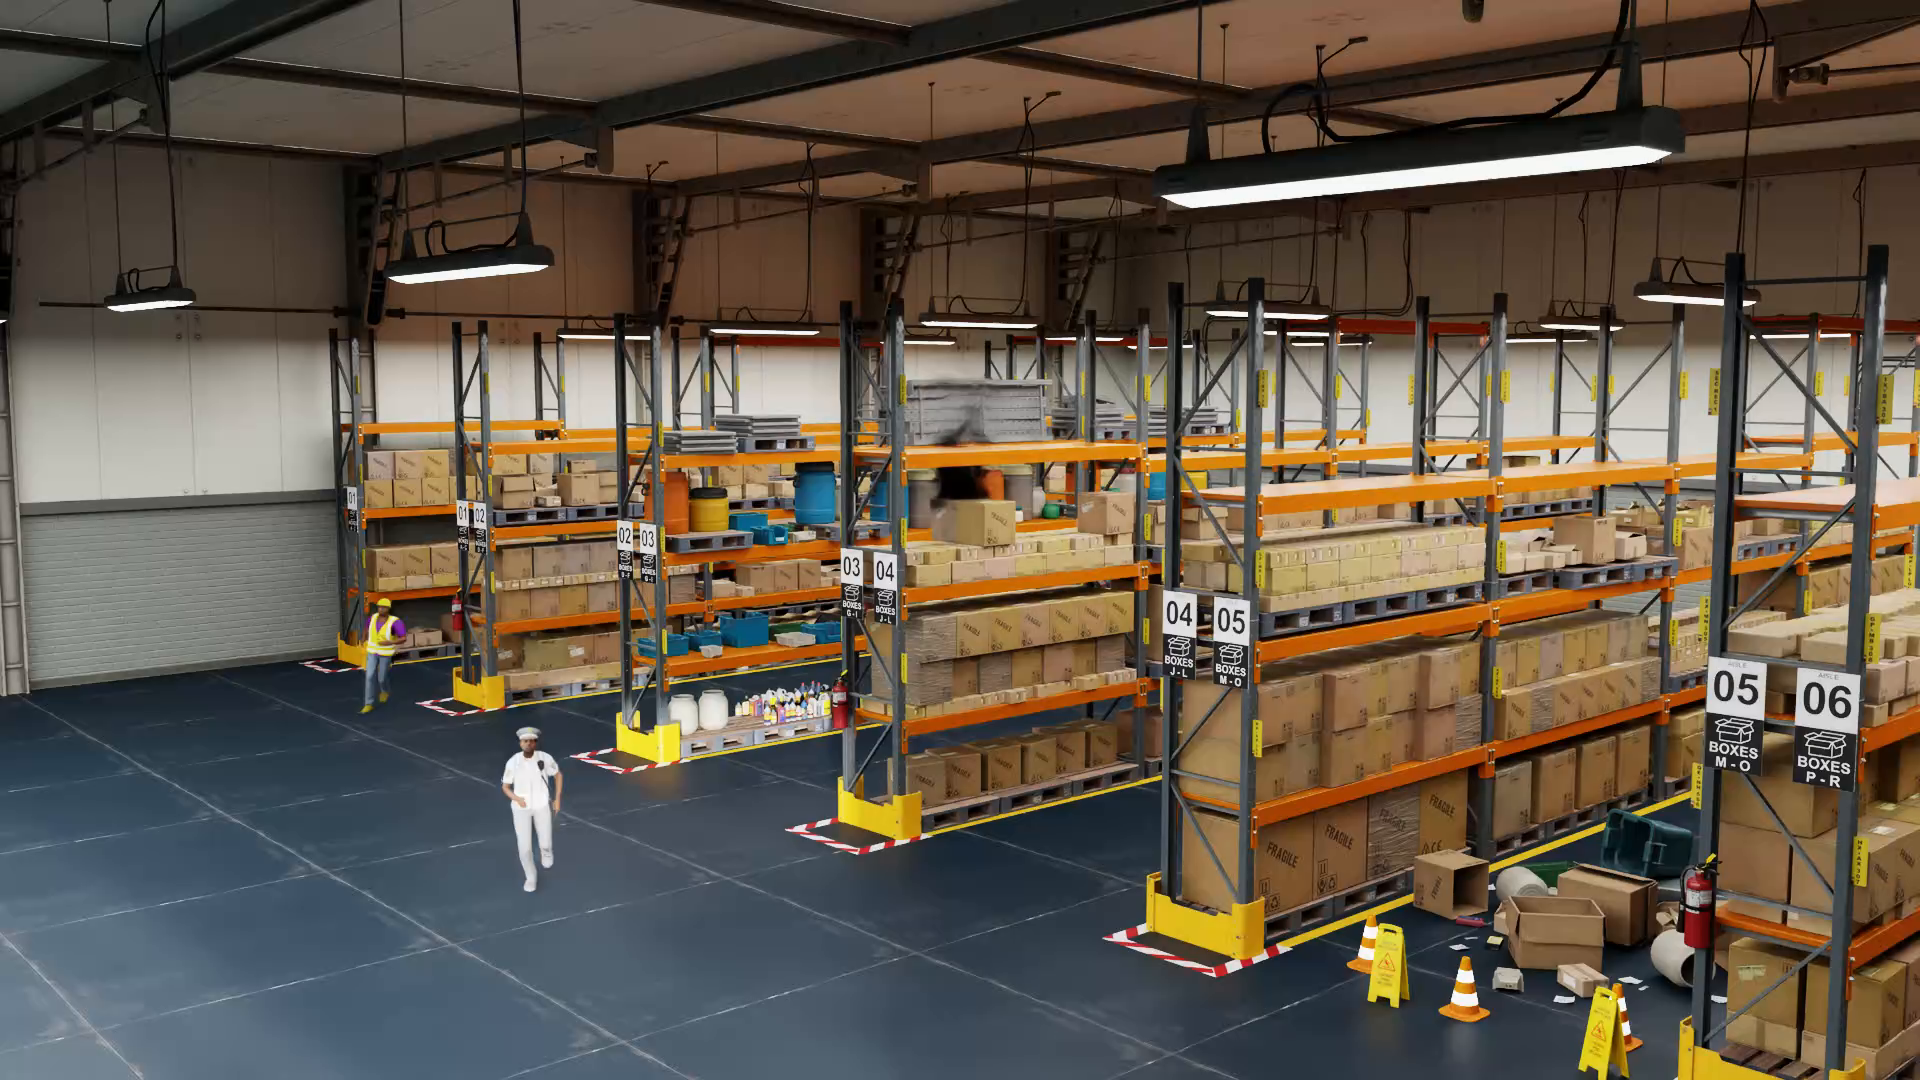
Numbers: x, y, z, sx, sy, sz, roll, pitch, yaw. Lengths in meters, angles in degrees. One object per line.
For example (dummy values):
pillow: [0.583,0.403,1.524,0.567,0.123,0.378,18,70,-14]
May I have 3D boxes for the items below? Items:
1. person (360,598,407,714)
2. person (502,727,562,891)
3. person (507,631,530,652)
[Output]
person: [-8.938,1.767,25.813,0.734,1.754,0.885,0,6,4]
person: [-4.307,2.697,16.779,0.596,1.658,0.586,-2,6,-17]
person: [-7.607,1.526,28.629,0.542,1.685,0.716,5,8,43]
